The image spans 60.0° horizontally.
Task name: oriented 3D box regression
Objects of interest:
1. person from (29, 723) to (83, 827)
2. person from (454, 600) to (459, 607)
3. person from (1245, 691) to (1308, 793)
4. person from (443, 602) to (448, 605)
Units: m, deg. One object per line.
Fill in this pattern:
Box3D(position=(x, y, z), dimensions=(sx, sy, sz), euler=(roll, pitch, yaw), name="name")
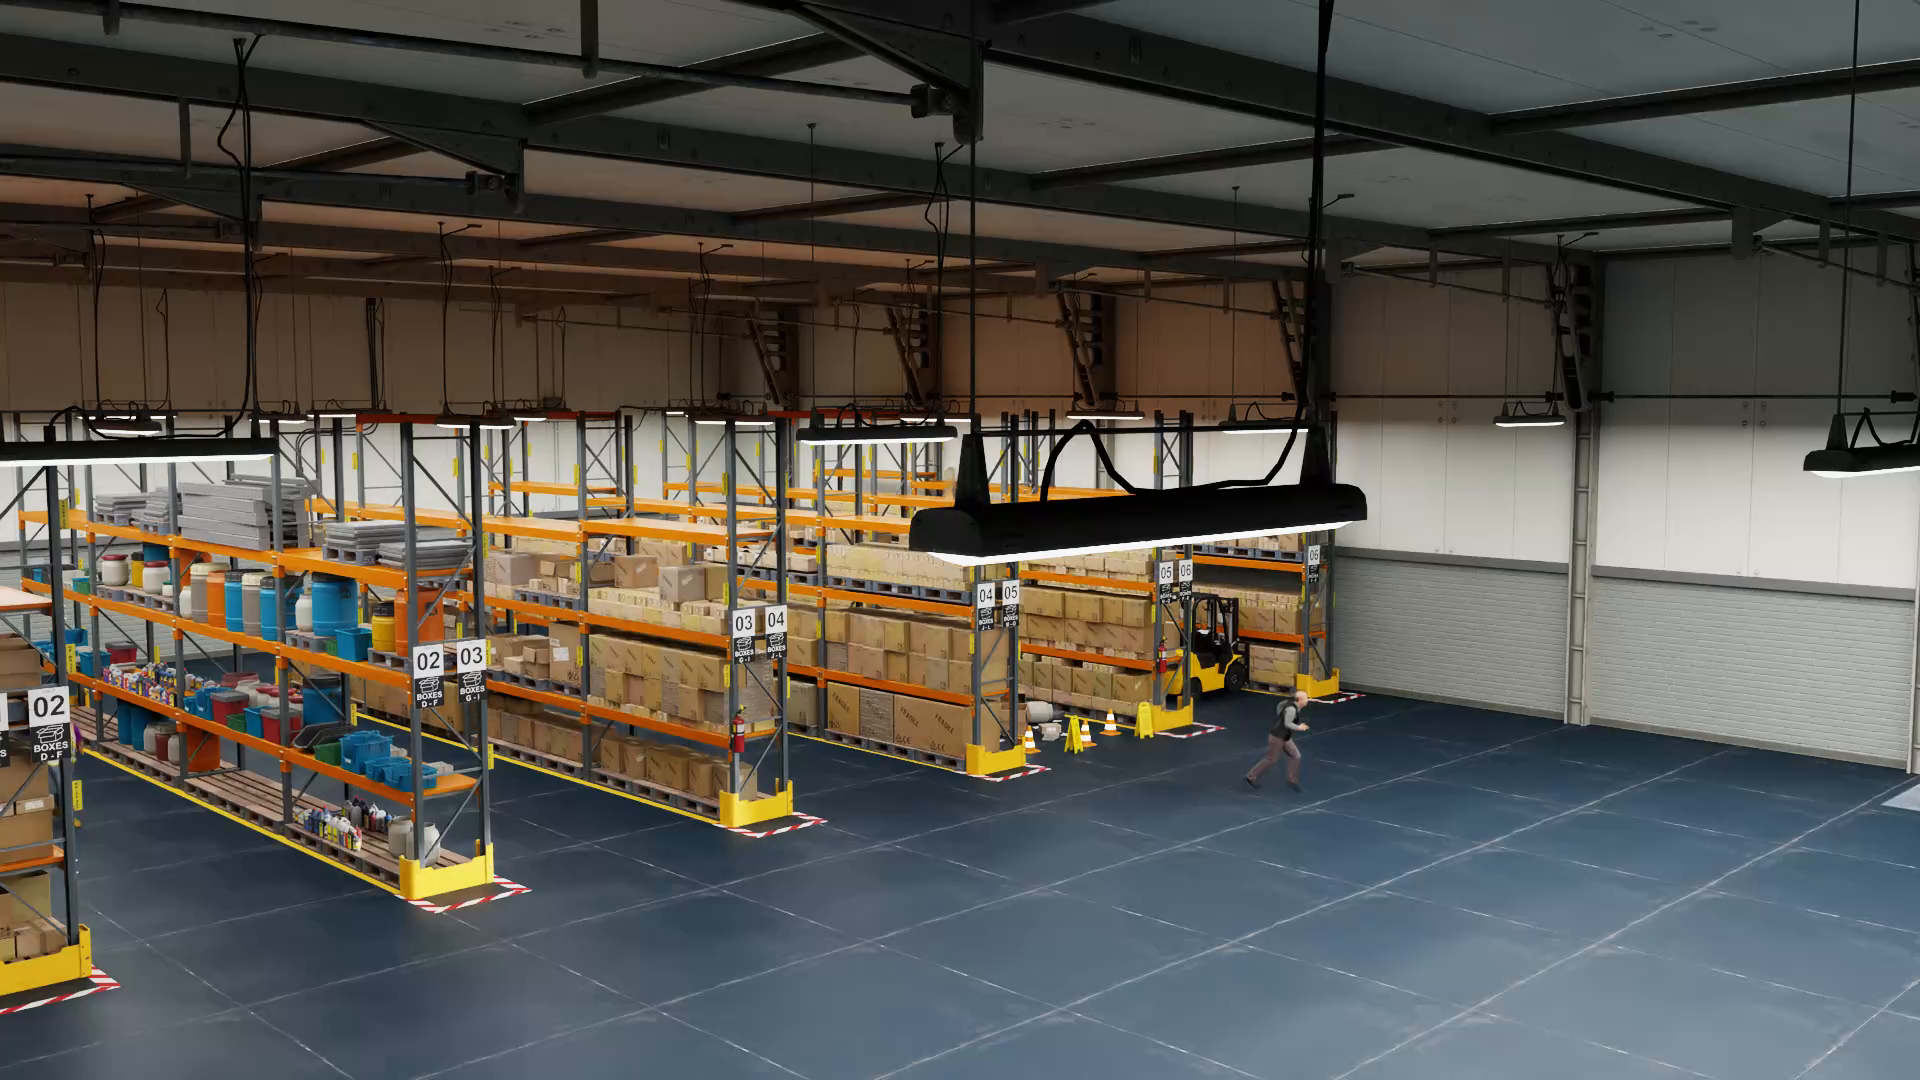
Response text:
Box3D(position=(-13.282, 3.313, 24.532), dimensions=(0.889, 1.765, 0.704), euler=(3, 6, 34), name="person")
Box3D(position=(-11.512, 2.151, 38.012), dimensions=(0.726, 1.756, 0.968), euler=(-3, 6, -28), name="person")
Box3D(position=(5.074, 3.234, 26.635), dimensions=(0.990, 1.680, 0.701), euler=(1, 5, 12), name="person")
Box3D(position=(-11.524, 2.257, 37.150), dimensions=(0.798, 1.772, 0.671), euler=(4, 6, 37), name="person")
